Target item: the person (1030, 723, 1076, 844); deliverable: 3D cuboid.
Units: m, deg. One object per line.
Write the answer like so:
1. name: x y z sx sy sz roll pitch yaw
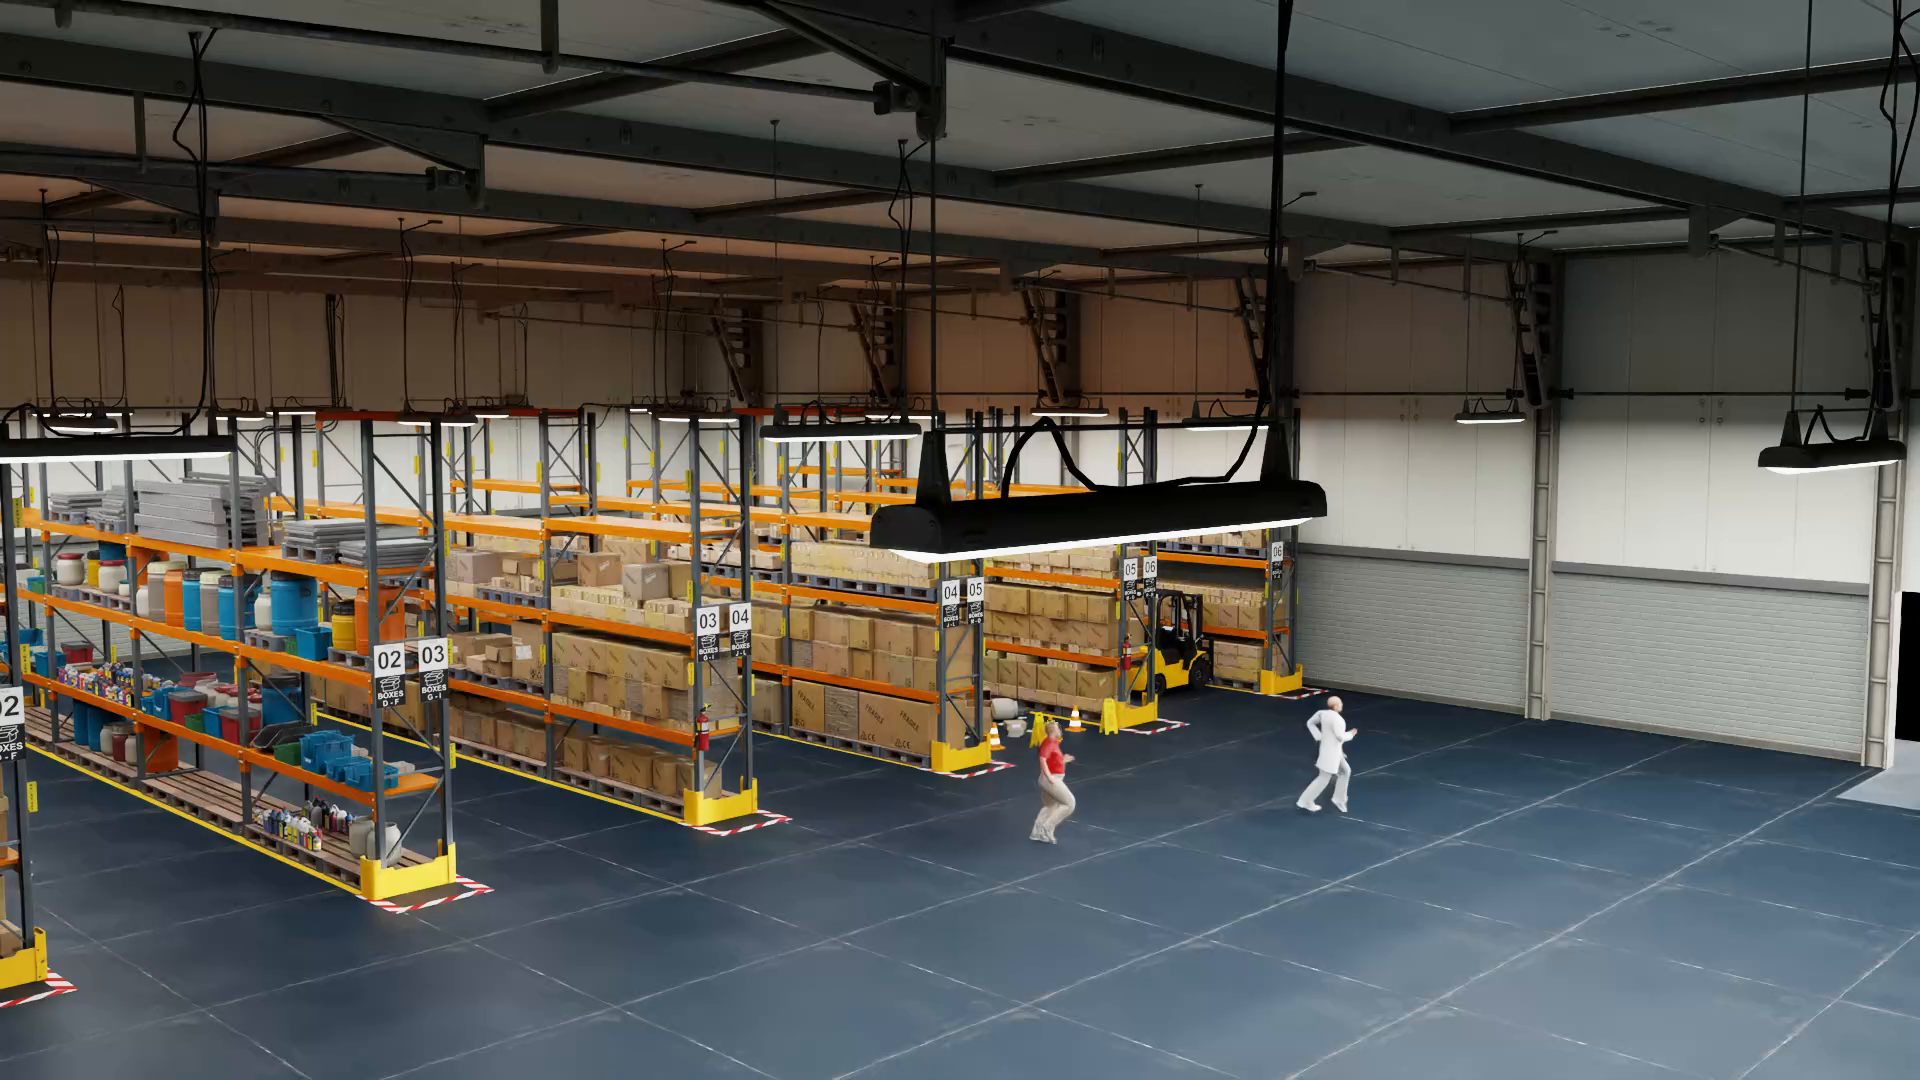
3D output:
1. person: 1.312 3.410 23.417 0.666 1.689 0.658 -1 5 -11

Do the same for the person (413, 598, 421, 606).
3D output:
1. person: -12.288 2.170 37.579 0.718 1.636 0.895 -2 6 -25

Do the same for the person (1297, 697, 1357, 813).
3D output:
1. person: 5.500 3.257 24.918 0.896 1.836 0.681 0 5 -4
